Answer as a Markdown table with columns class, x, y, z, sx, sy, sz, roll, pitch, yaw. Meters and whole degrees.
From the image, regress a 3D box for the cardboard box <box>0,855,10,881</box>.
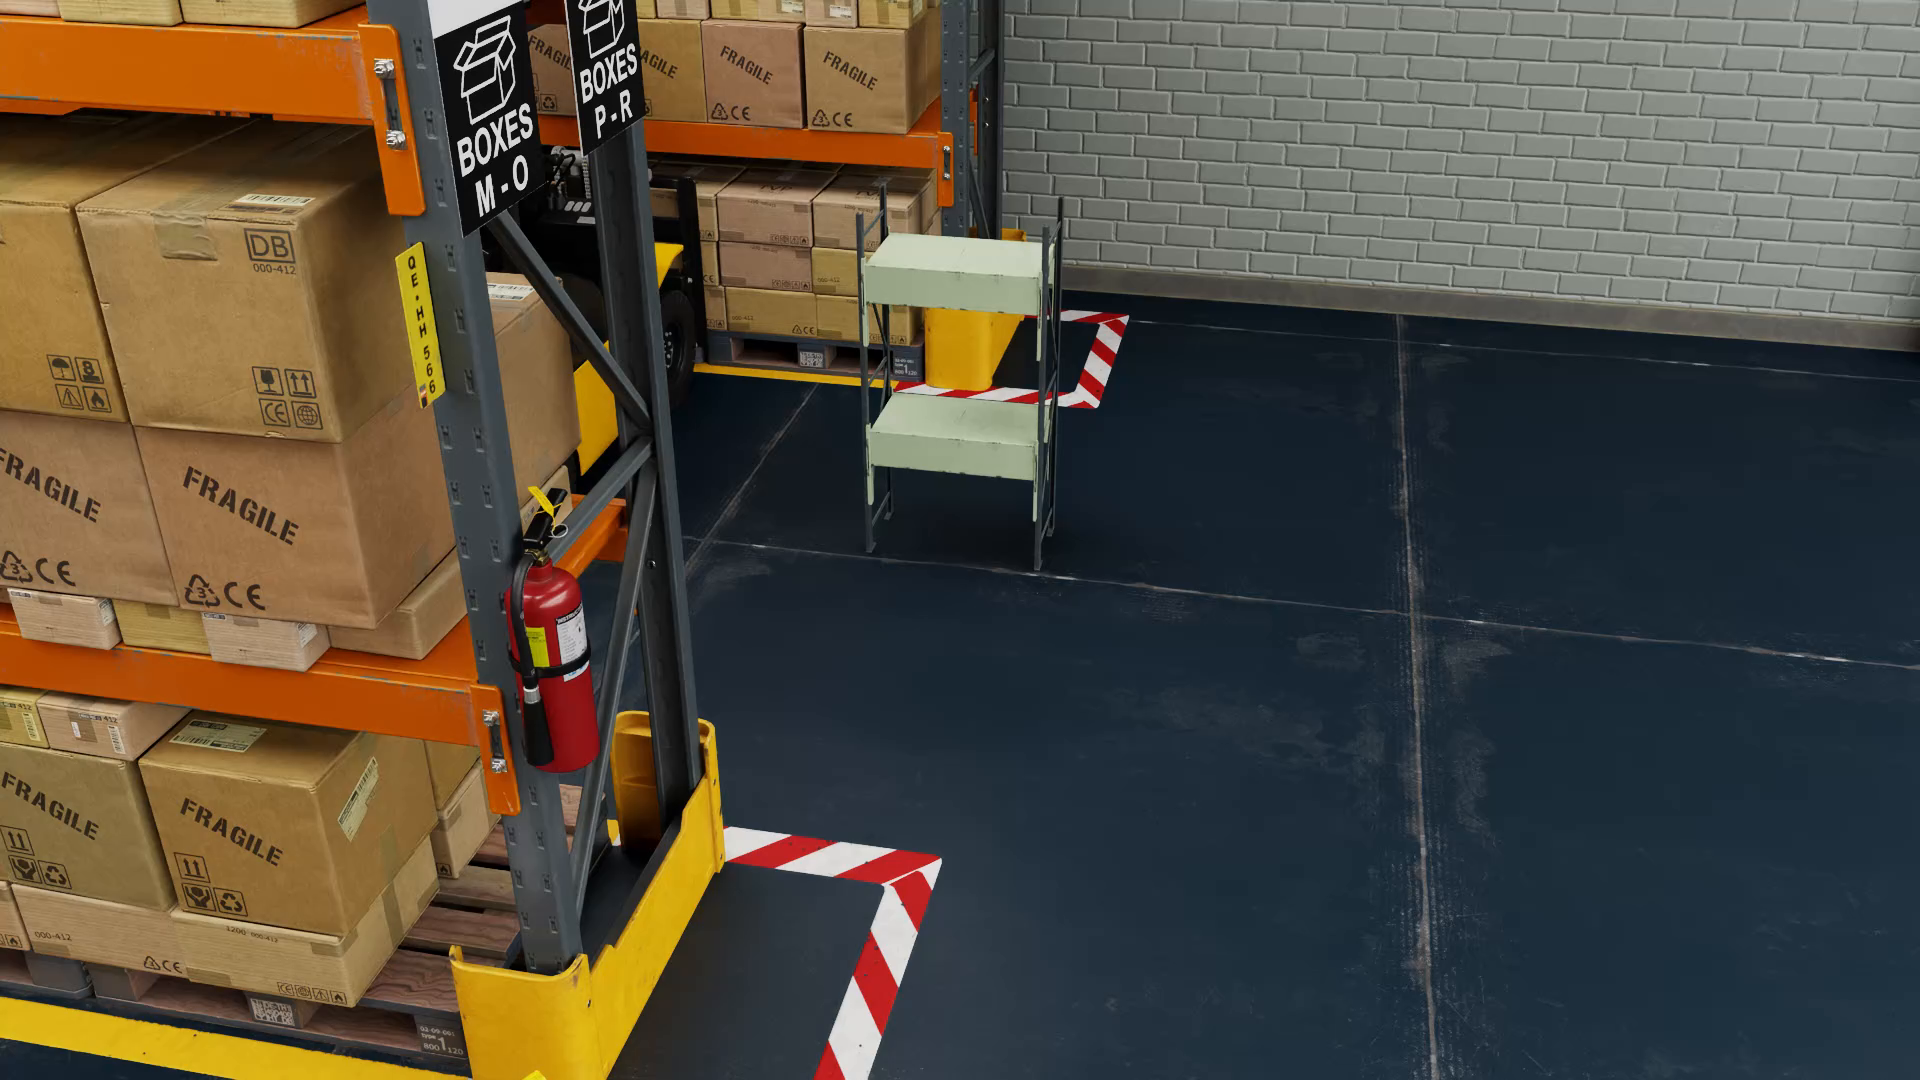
| class | x | y | z | sx | sy | sz | roll | pitch | yaw |
| --- | --- | --- | --- | --- | --- | --- | --- | --- | --- |
| cardboard box | -2.802 | 0.584 | 4.705 | 0.500 | 0.500 | 0.500 | 5 | 29 | 9 |

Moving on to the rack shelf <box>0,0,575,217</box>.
| class | x | y | z | sx | sy | sz | roll | pitch | yaw |
| --- | --- | --- | --- | --- | --- | --- | --- | --- | --- |
| rack shelf | -2.917 | -1.247 | 4.030 | 4.000 | 0.370 | 1.077 | 6 | 29 | 11 |

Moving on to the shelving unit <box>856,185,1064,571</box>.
| class | x | y | z | sx | sy | sz | roll | pitch | yaw |
| --- | --- | --- | --- | --- | --- | --- | --- | --- | --- |
| shelving unit | 0.007 | -0.657 | 6.889 | 0.755 | 1.500 | 0.431 | 6 | 29 | 11 |

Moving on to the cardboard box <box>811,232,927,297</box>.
| class | x | y | z | sx | sy | sz | roll | pitch | yaw |
| --- | --- | --- | --- | --- | --- | --- | --- | --- | --- |
| cardboard box | -0.469 | -1.478 | 8.731 | 0.500 | 0.250 | 0.500 | 5 | 29 | 10 |

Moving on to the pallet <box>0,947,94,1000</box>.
| class | x | y | z | sx | sy | sz | roll | pitch | yaw |
| --- | --- | --- | --- | --- | --- | --- | --- | --- | --- |
| pallet | -3.012 | 0.947 | 5.300 | 1.213 | 0.211 | 1.003 | 6 | 29 | 11 |

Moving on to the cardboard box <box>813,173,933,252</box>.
| class | x | y | z | sx | sy | sz | roll | pitch | yaw |
| --- | --- | --- | --- | --- | --- | --- | --- | --- | --- |
| cardboard box | -0.444 | -1.695 | 8.606 | 0.500 | 0.250 | 0.500 | 7 | 29 | 12 |

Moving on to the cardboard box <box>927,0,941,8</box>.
| class | x | y | z | sx | sy | sz | roll | pitch | yaw |
| --- | --- | --- | --- | --- | --- | --- | --- | --- | --- |
| cardboard box | -0.206 | -2.862 | 8.575 | 0.250 | 0.149 | 0.380 | 5 | 29 | 9 |

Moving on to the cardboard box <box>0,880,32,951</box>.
| class | x | y | z | sx | sy | sz | roll | pitch | yaw |
| --- | --- | --- | --- | --- | --- | --- | --- | --- | --- |
| cardboard box | -2.826 | 0.915 | 4.881 | 0.500 | 0.250 | 0.500 | 5 | 29 | 9 |

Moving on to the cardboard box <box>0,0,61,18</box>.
| class | x | y | z | sx | sy | sz | roll | pitch | yaw |
| --- | --- | --- | --- | --- | --- | --- | --- | --- | --- |
| cardboard box | -1.871 | -1.209 | 3.472 | 0.250 | 0.149 | 0.380 | 7 | 29 | 12 |

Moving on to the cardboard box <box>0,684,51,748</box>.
| class | x | y | z | sx | sy | sz | roll | pitch | yaw |
| --- | --- | --- | --- | --- | --- | --- | --- | --- | --- |
| cardboard box | -2.417 | 0.372 | 4.417 | 0.250 | 0.149 | 0.380 | 6 | 29 | 11 |

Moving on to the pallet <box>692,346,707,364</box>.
| class | x | y | z | sx | sy | sz | roll | pitch | yaw |
| --- | --- | --- | --- | --- | --- | --- | --- | --- | --- |
| pallet | -1.874 | -1.335 | 9.469 | 1.213 | 0.211 | 1.003 | 6 | 29 | 11 |

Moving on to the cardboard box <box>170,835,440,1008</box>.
| class | x | y | z | sx | sy | sz | roll | pitch | yaw |
| --- | --- | --- | --- | --- | --- | --- | --- | --- | --- |
| cardboard box | -1.831 | 1.018 | 4.693 | 0.500 | 0.250 | 0.500 | 6 | 29 | 10 |

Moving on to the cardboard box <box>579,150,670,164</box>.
| class | x | y | z | sx | sy | sz | roll | pitch | yaw |
| --- | --- | --- | --- | --- | --- | --- | --- | --- | --- |
| cardboard box | -1.835 | -2.090 | 9.329 | 0.500 | 0.250 | 0.500 | 5 | 29 | 10 |

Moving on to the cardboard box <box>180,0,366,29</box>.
| class | x | y | z | sx | sy | sz | roll | pitch | yaw |
| --- | --- | --- | --- | --- | --- | --- | --- | --- | --- |
| cardboard box | -1.368 | -1.157 | 3.377 | 0.250 | 0.149 | 0.380 | 6 | 29 | 11 |

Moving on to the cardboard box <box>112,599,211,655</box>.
| class | x | y | z | sx | sy | sz | roll | pitch | yaw |
| --- | --- | --- | --- | --- | --- | --- | --- | --- | --- |
| cardboard box | -1.889 | 0.117 | 4.174 | 0.250 | 0.149 | 0.380 | 5 | 29 | 10 |

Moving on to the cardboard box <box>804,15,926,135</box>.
| class | x | y | z | sx | sy | sz | roll | pitch | yaw |
| --- | --- | --- | --- | --- | --- | --- | --- | --- | --- |
| cardboard box | -0.464 | -2.348 | 8.311 | 0.500 | 0.500 | 0.500 | 5 | 29 | 9 |

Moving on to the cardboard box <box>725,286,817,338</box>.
| class | x | y | z | sx | sy | sz | roll | pitch | yaw |
| --- | --- | --- | --- | --- | --- | --- | --- | --- | --- |
| cardboard box | -0.938 | -1.309 | 8.944 | 0.500 | 0.250 | 0.500 | 6 | 29 | 11 |

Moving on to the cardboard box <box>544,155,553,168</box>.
| class | x | y | z | sx | sy | sz | roll | pitch | yaw |
| --- | --- | --- | --- | --- | --- | --- | --- | --- | --- |
| cardboard box | -2.445 | -1.900 | 8.981 | 0.500 | 0.250 | 0.500 | 7 | 29 | 12 |

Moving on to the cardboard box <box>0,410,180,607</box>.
| class | x | y | z | sx | sy | sz | roll | pitch | yaw |
| --- | --- | --- | --- | --- | --- | --- | --- | --- | --- |
| cardboard box | -2.038 | -0.198 | 4.075 | 0.500 | 0.500 | 0.500 | 6 | 29 | 11 |

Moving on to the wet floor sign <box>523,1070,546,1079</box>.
| class | x | y | z | sx | sy | sz | roll | pitch | yaw |
| --- | --- | --- | --- | --- | --- | --- | --- | --- | --- |
| wet floor sign | -0.999 | 1.508 | 3.824 | 0.232 | 0.644 | 0.267 | 17 | 33 | 28 |

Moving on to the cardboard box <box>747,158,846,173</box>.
| class | x | y | z | sx | sy | sz | roll | pitch | yaw |
| --- | --- | --- | --- | --- | --- | --- | --- | --- | --- |
| cardboard box | -0.848 | -1.980 | 9.128 | 0.500 | 0.250 | 0.500 | 6 | 29 | 11 |

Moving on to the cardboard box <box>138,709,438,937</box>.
| class | x | y | z | sx | sy | sz | roll | pitch | yaw |
| --- | --- | --- | --- | --- | --- | --- | --- | --- | --- |
| cardboard box | -1.799 | 0.688 | 4.514 | 0.500 | 0.500 | 0.500 | 6 | 29 | 11 |

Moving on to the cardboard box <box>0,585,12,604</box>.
| class | x | y | z | sx | sy | sz | roll | pitch | yaw |
| --- | --- | --- | --- | --- | --- | --- | --- | --- | --- |
| cardboard box | -2.368 | 0.014 | 4.362 | 0.250 | 0.149 | 0.380 | 6 | 29 | 11 |

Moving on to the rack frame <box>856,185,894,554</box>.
| class | x | y | z | sx | sy | sz | roll | pitch | yaw |
| --- | --- | --- | --- | --- | --- | --- | --- | --- | --- |
| rack frame | -0.351 | -0.694 | 6.956 | 0.023 | 1.500 | 0.400 | 6 | 29 | 11 |

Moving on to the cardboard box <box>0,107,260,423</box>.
| class | x | y | z | sx | sy | sz | roll | pitch | yaw |
| --- | --- | --- | --- | --- | --- | --- | --- | --- | --- |
| cardboard box | -2.000 | -0.663 | 3.882 | 0.500 | 0.500 | 0.700 | 6 | 29 | 11 |

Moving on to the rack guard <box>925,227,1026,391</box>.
| class | x | y | z | sx | sy | sz | roll | pitch | yaw |
| --- | --- | --- | --- | --- | --- | --- | --- | --- | --- |
| rack guard | 0.095 | -1.279 | 9.066 | 0.348 | 0.500 | 1.175 | 6 | 29 | 11 |

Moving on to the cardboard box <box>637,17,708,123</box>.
| class | x | y | z | sx | sy | sz | roll | pitch | yaw |
| --- | --- | --- | --- | --- | --- | --- | --- | --- | --- |
| cardboard box | -1.471 | -2.456 | 8.508 | 0.500 | 0.500 | 0.500 | 5 | 29 | 10 |

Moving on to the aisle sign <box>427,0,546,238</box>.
| class | x | y | z | sx | sy | sz | roll | pitch | yaw |
| --- | --- | --- | --- | --- | --- | --- | --- | --- | --- |
| aisle sign | -0.961 | -1.045 | 3.327 | 0.004 | 0.787 | 0.394 | 6 | 29 | 11 |

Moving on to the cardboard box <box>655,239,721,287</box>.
| class | x | y | z | sx | sy | sz | roll | pitch | yaw |
| --- | --- | --- | --- | --- | --- | --- | --- | --- | --- |
| cardboard box | -1.467 | -1.575 | 8.908 | 0.500 | 0.250 | 0.500 | 5 | 29 | 9 |

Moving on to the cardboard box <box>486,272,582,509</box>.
| class | x | y | z | sx | sy | sz | roll | pitch | yaw |
| --- | --- | --- | --- | --- | --- | --- | --- | --- | --- |
| cardboard box | -1.366 | -0.399 | 4.441 | 0.500 | 0.500 | 0.500 | 5 | 29 | 10 |

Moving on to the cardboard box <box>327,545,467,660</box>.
| class | x | y | z | sx | sy | sz | roll | pitch | yaw |
| --- | --- | --- | --- | --- | --- | --- | --- | --- | --- |
| cardboard box | -1.371 | 0.126 | 4.157 | 0.250 | 0.149 | 0.380 | 7 | 29 | 12 |

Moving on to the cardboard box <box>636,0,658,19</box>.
| class | x | y | z | sx | sy | sz | roll | pitch | yaw |
| --- | --- | --- | --- | --- | --- | --- | --- | --- | --- |
| cardboard box | -1.585 | -2.727 | 8.328 | 0.250 | 0.149 | 0.380 | 6 | 29 | 11 |

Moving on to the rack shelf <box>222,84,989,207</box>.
| class | x | y | z | sx | sy | sz | roll | pitch | yaw |
| --- | --- | --- | --- | --- | --- | --- | --- | --- | --- |
| rack shelf | -1.884 | -2.263 | 9.009 | 4.000 | 0.370 | 1.077 | 6 | 29 | 11 |

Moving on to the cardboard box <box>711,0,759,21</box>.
| class | x | y | z | sx | sy | sz | roll | pitch | yaw |
| --- | --- | --- | --- | --- | --- | --- | --- | --- | --- |
| cardboard box | -1.063 | -2.706 | 8.290 | 0.250 | 0.149 | 0.380 | 6 | 29 | 10 |

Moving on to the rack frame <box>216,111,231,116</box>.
| class | x | y | z | sx | sy | sz | roll | pitch | yaw |
| --- | --- | --- | --- | --- | --- | --- | --- | --- | --- |
| rack frame | -3.840 | -2.779 | 9.203 | 0.127 | 3.000 | 1.000 | 6 | 29 | 11 |

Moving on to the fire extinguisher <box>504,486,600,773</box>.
| class | x | y | z | sx | sy | sz | roll | pitch | yaw |
| --- | --- | --- | --- | --- | --- | --- | --- | --- | --- |
| fire extinguisher | -0.945 | 0.215 | 3.814 | 0.183 | 0.674 | 0.296 | 6 | 29 | 11 |

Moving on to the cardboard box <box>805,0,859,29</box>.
| class | x | y | z | sx | sy | sz | roll | pitch | yaw |
| --- | --- | --- | --- | --- | --- | --- | --- | --- | --- |
| cardboard box | -0.582 | -2.621 | 8.135 | 0.250 | 0.149 | 0.380 | 6 | 29 | 11 |

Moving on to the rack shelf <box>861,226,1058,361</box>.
| class | x | y | z | sx | sy | sz | roll | pitch | yaw |
| --- | --- | --- | --- | --- | --- | --- | --- | --- | --- |
| rack shelf | 0.007 | -1.000 | 6.701 | 0.720 | 0.370 | 0.431 | 6 | 29 | 11 |

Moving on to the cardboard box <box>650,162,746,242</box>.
| class | x | y | z | sx | sy | sz | roll | pitch | yaw |
| --- | --- | --- | --- | --- | --- | --- | --- | --- | --- |
| cardboard box | -1.440 | -1.789 | 8.779 | 0.500 | 0.250 | 0.500 | 6 | 29 | 11 |

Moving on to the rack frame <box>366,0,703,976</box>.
| class | x | y | z | sx | sy | sz | roll | pitch | yaw |
| --- | --- | --- | --- | --- | --- | --- | --- | --- | --- |
| rack frame | -0.961 | -0.047 | 4.212 | 0.127 | 3.000 | 1.000 | 6 | 29 | 11 |
